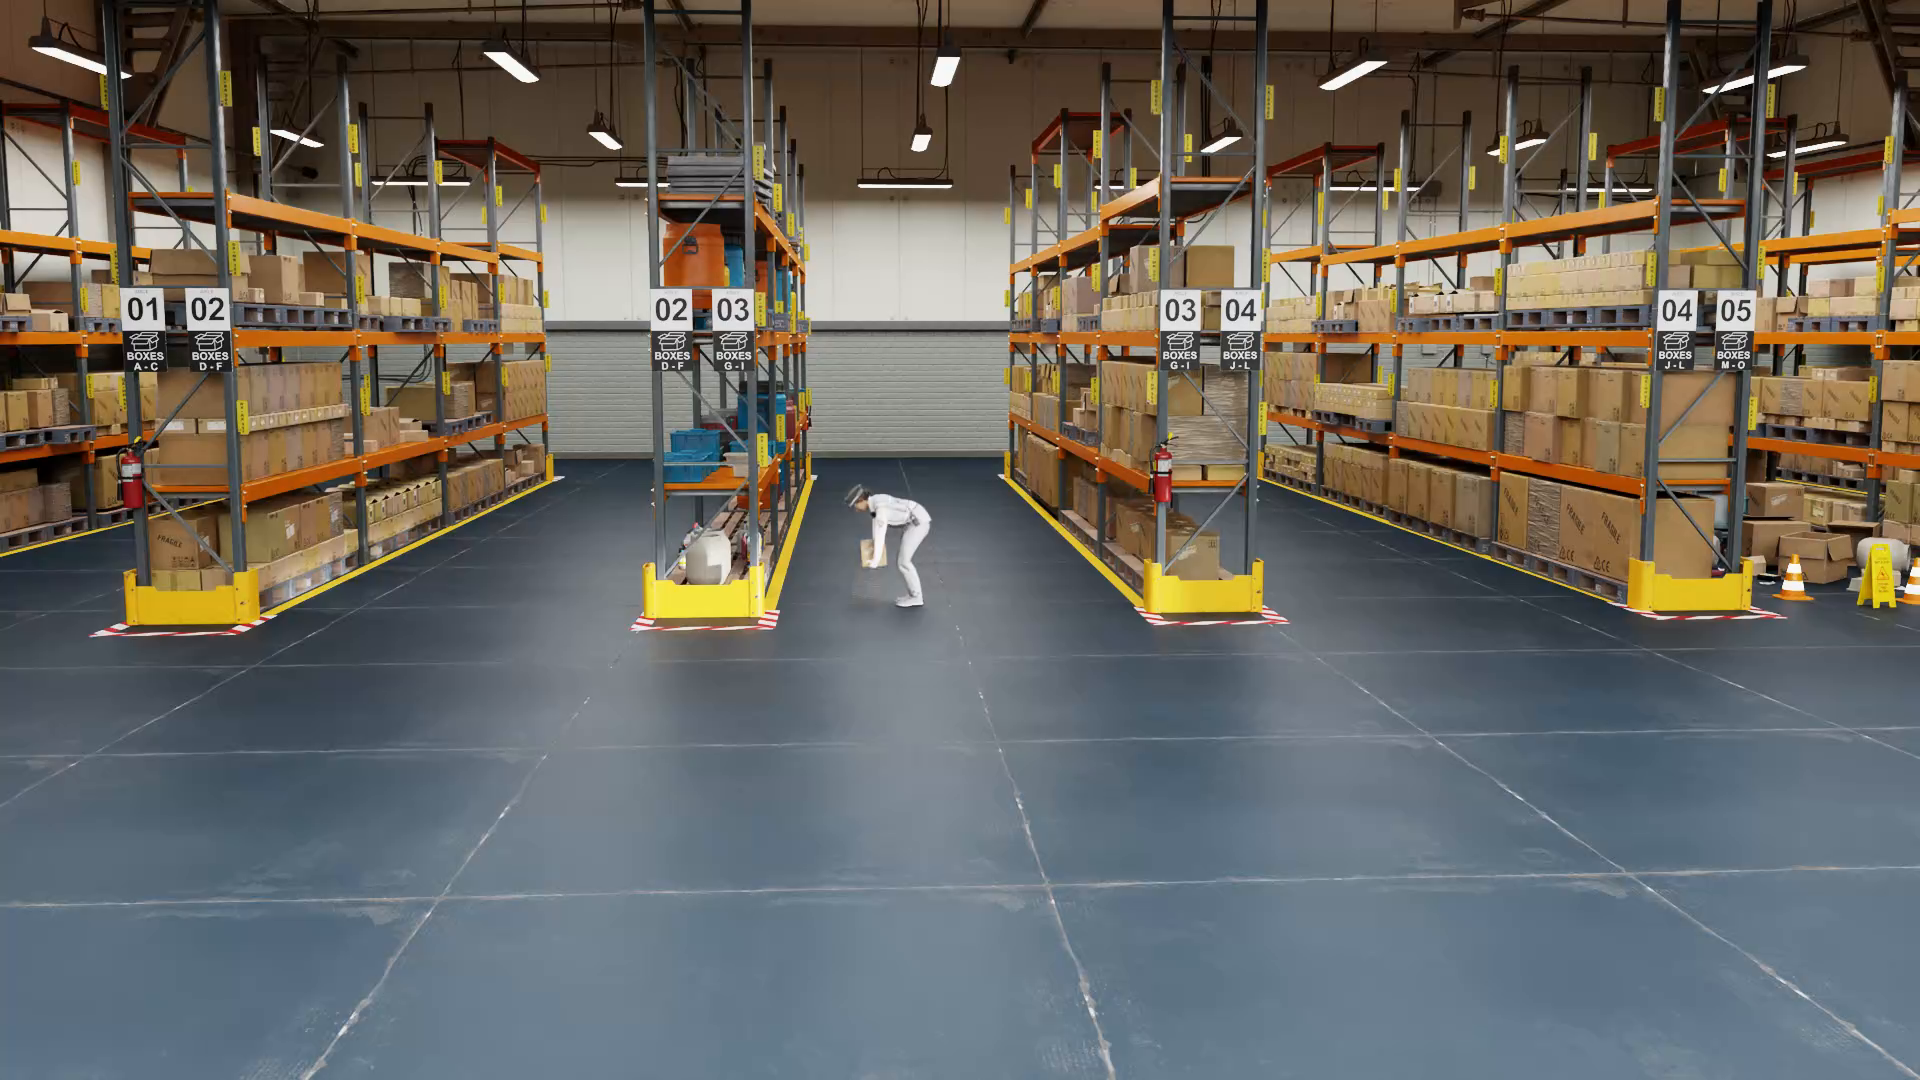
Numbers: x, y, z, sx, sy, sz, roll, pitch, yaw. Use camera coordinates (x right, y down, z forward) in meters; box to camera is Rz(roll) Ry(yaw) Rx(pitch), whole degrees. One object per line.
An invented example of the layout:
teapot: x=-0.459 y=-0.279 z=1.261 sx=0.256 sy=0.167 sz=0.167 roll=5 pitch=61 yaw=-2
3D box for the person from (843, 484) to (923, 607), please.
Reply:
person: x=-0.787 y=0.051 z=17.061 sx=0.827 sy=1.251 sz=0.400 roll=-1 pitch=7 yaw=-5
